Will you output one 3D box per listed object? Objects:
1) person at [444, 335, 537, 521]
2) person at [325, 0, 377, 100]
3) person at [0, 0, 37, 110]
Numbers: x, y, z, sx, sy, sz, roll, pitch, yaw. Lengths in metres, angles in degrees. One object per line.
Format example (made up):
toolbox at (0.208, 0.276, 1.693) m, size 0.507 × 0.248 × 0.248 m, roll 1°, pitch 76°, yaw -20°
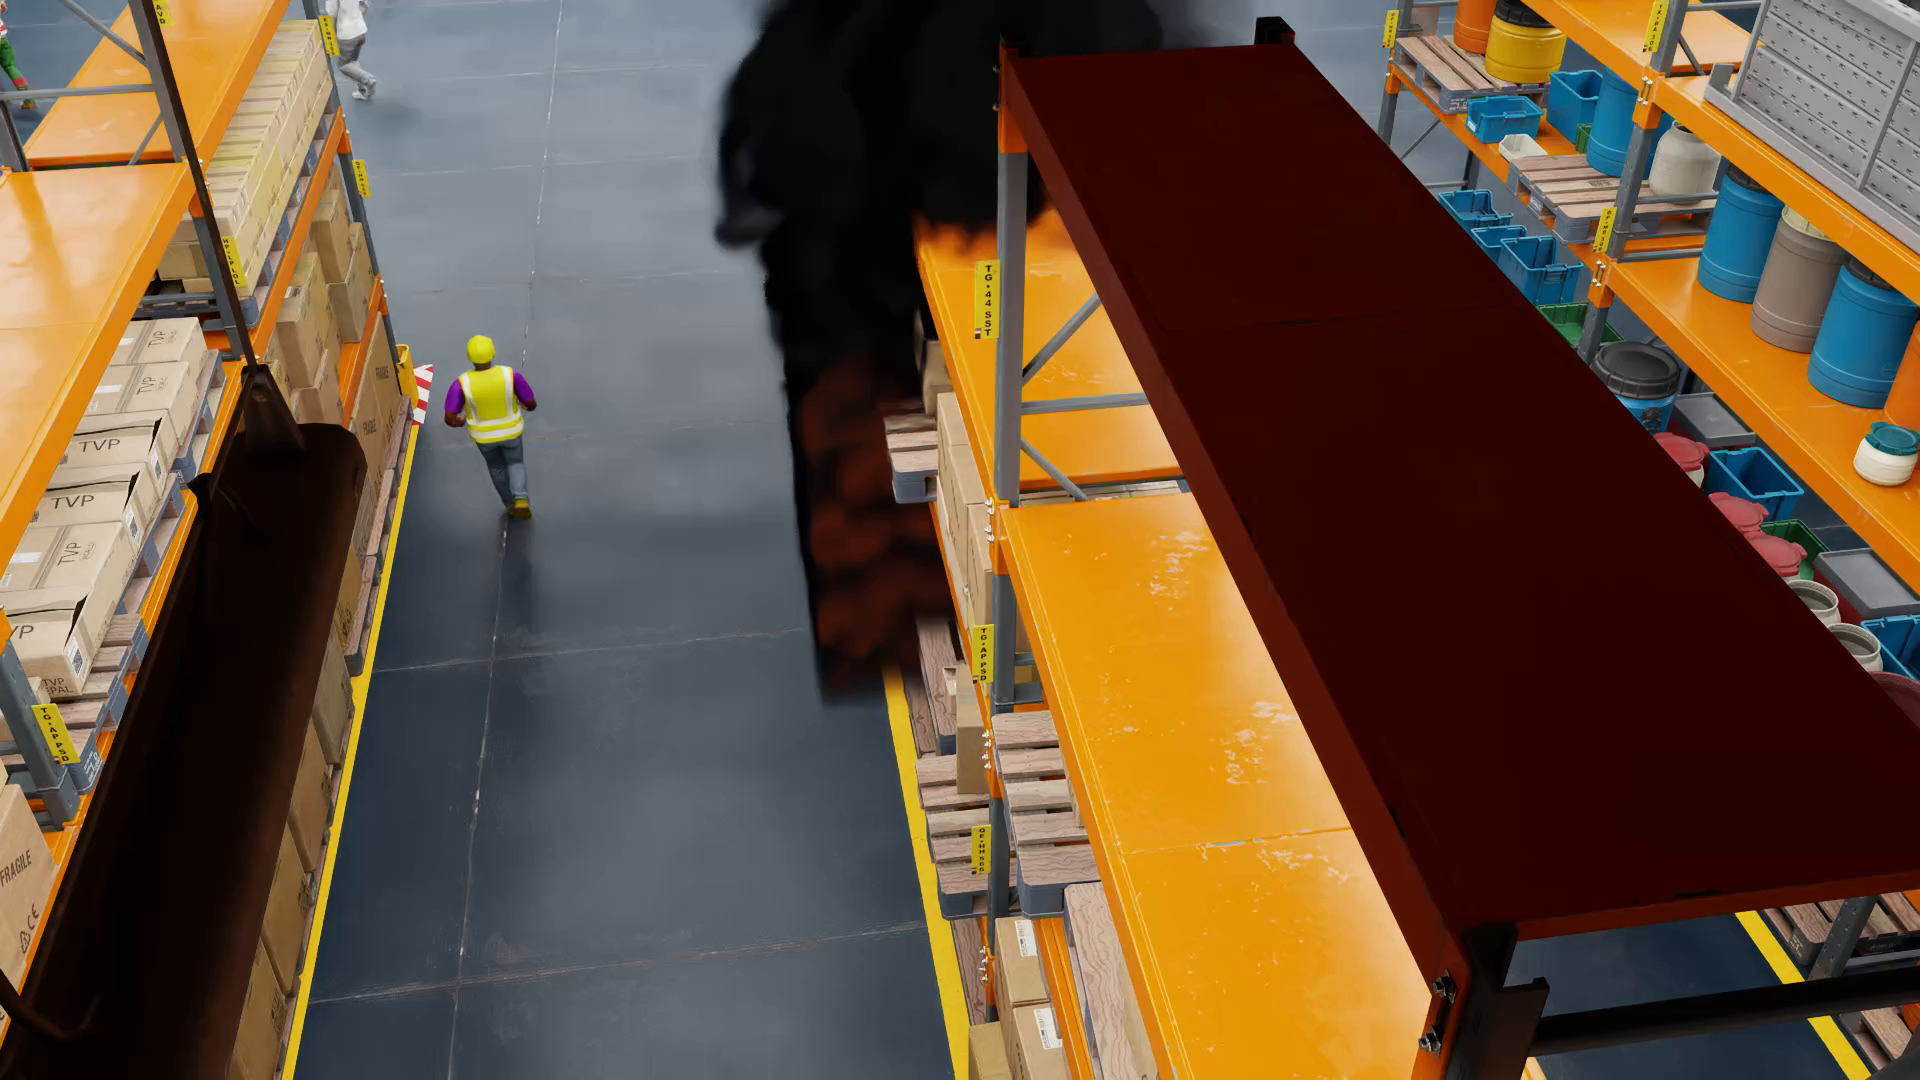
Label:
person at (-3.667, -0.846, 13.151) m, size 0.685 × 1.739 × 0.801 m, roll -11°, pitch 38°, yaw -14°
person at (-7.498, -6.245, 20.502) m, size 0.600 × 1.727 × 0.690 m, roll 15°, pitch 39°, yaw 20°
person at (-11.774, -6.082, 20.231) m, size 0.788 × 1.836 × 0.637 m, roll 20°, pitch 41°, yaw 25°
